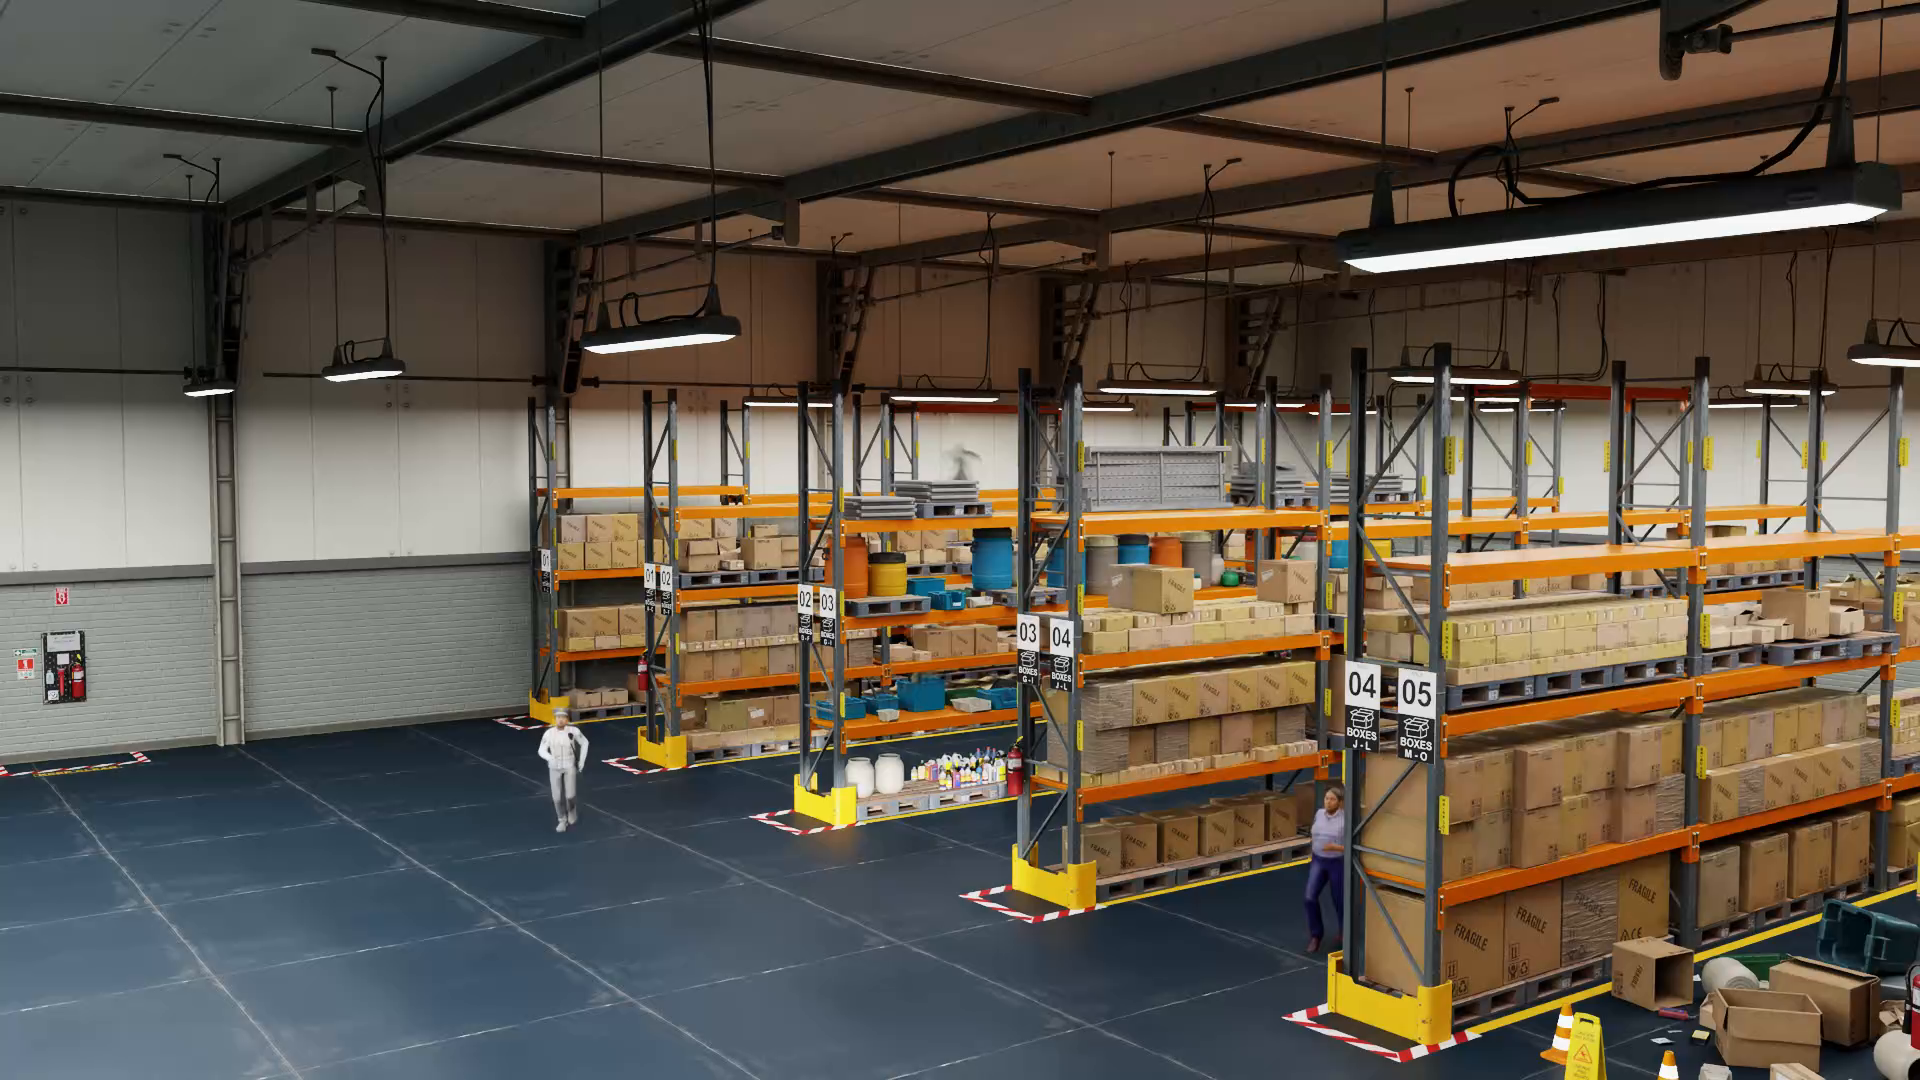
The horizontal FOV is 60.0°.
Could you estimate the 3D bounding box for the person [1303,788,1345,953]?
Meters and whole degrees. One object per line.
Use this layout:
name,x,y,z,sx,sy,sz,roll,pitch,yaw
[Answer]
person,3.771,3.403,16.893,0.582,1.614,0.716,2,4,36

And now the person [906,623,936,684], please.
person,-0.795,2.161,32.621,0.571,1.683,0.950,3,4,41

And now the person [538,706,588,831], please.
person,-5.244,3.030,21.960,0.633,1.673,0.565,-1,3,-9
